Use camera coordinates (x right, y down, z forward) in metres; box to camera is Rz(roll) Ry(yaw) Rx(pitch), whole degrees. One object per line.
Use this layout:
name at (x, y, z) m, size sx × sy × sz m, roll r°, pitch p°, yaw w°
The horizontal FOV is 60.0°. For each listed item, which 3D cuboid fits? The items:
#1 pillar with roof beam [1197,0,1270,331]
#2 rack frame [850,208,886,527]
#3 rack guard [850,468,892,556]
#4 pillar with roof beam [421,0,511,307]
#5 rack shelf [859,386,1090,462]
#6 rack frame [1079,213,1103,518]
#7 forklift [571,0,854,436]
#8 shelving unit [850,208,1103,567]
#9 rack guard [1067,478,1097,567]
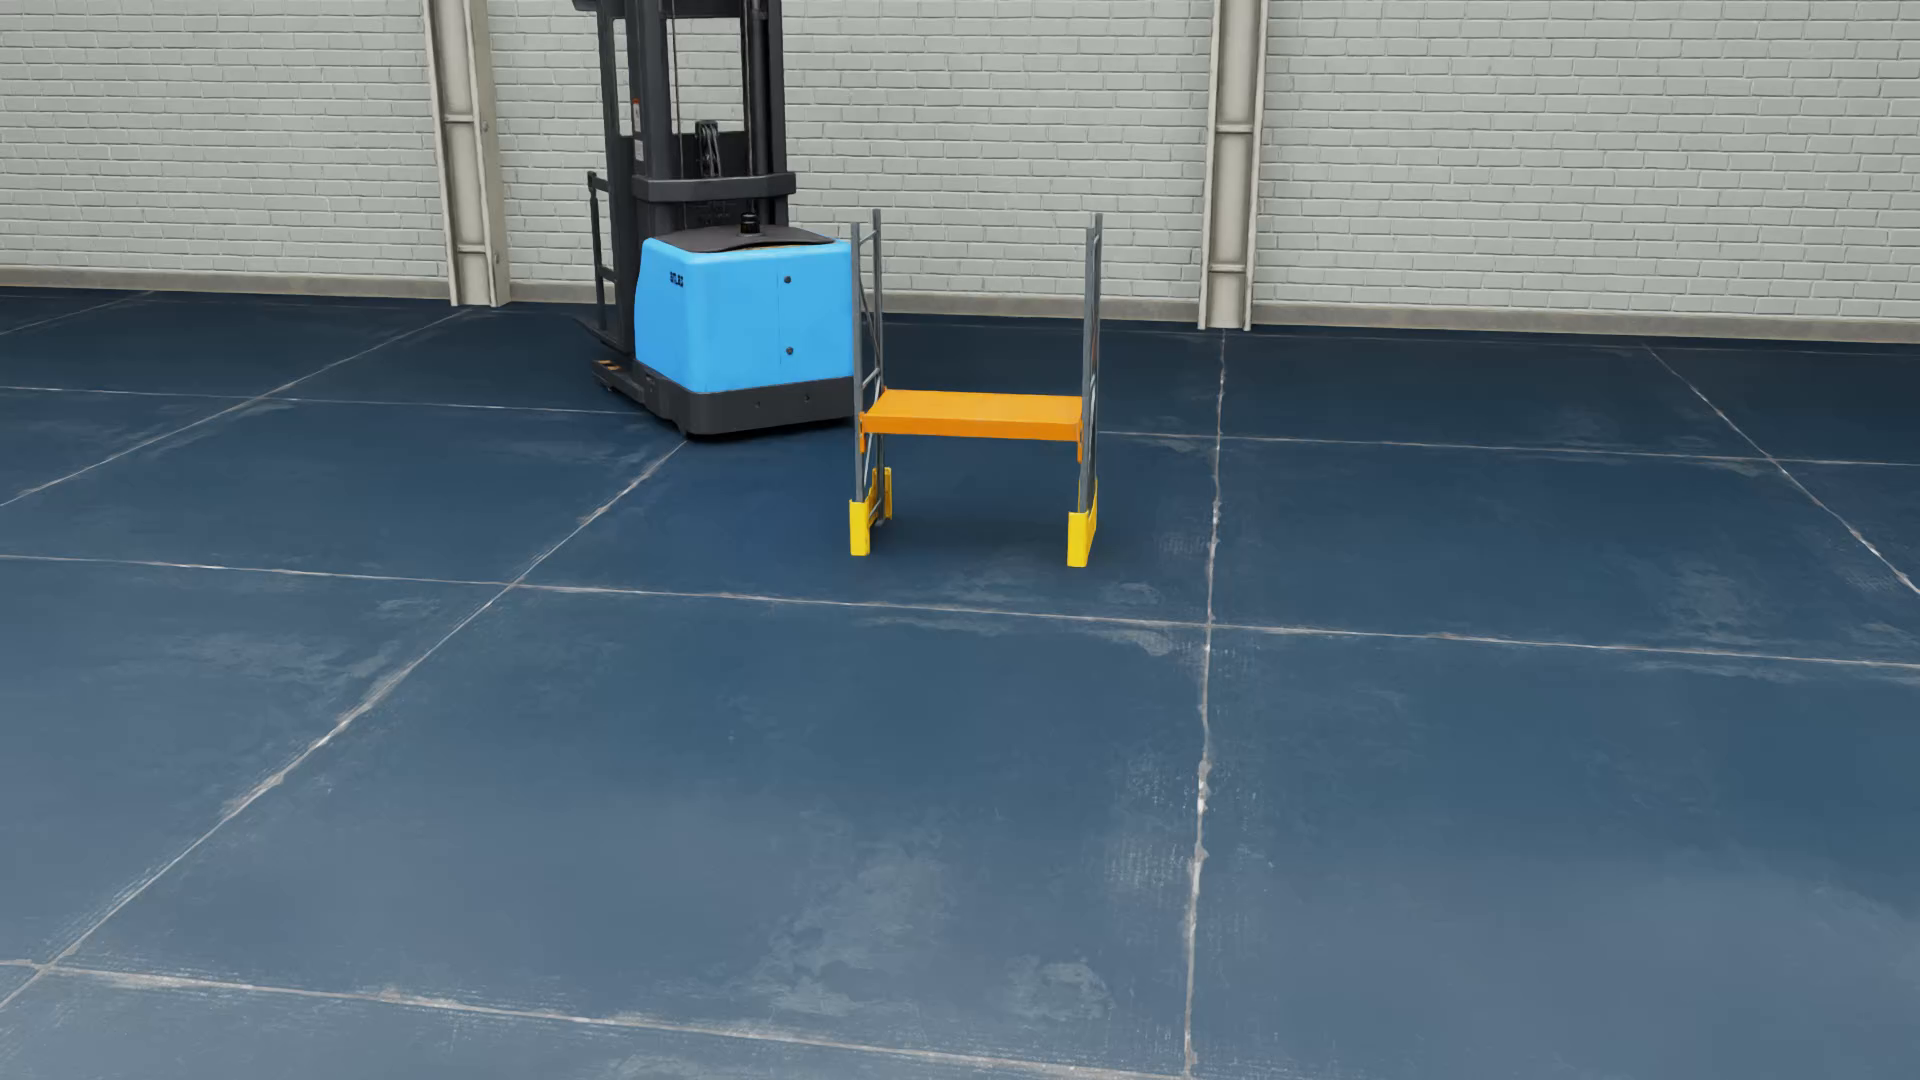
pillar with roof beam at (1.334, -4.552, 7.226) m, size 0.400 × 9.000 × 9.100 m, roll 3°, pitch 19°, yaw 9°
rack frame at (-0.418, -0.733, 7.629) m, size 0.032 × 1.500 × 0.500 m, roll 3°, pitch 19°, yaw 9°
rack guard at (-0.416, -0.140, 7.827) m, size 0.087 × 0.250 × 0.587 m, roll 3°, pitch 19°, yaw 9°
pillar with roof beam at (-4.590, -4.854, 8.129) m, size 0.400 × 9.000 × 9.100 m, roll 3°, pitch 19°, yaw 9°
rack shelf at (0.084, -0.536, 7.609) m, size 1.000 × 0.185 × 0.538 m, roll 3°, pitch 19°, yaw 9°
rack frame at (0.586, -0.681, 7.476) m, size 0.032 × 1.500 × 0.500 m, roll 3°, pitch 19°, yaw 9°
forklift at (-1.739, -2.401, 10.361) m, size 1.130 × 2.935 × 3.031 m, roll -10°, pitch 21°, yaw -27°
shelving unit at (0.075, -0.707, 7.554) m, size 1.083 × 1.500 × 0.587 m, roll 3°, pitch 19°, yaw 9°
rack guard at (0.567, -0.090, 7.677) m, size 0.087 × 0.250 × 0.587 m, roll 3°, pitch 19°, yaw 9°
